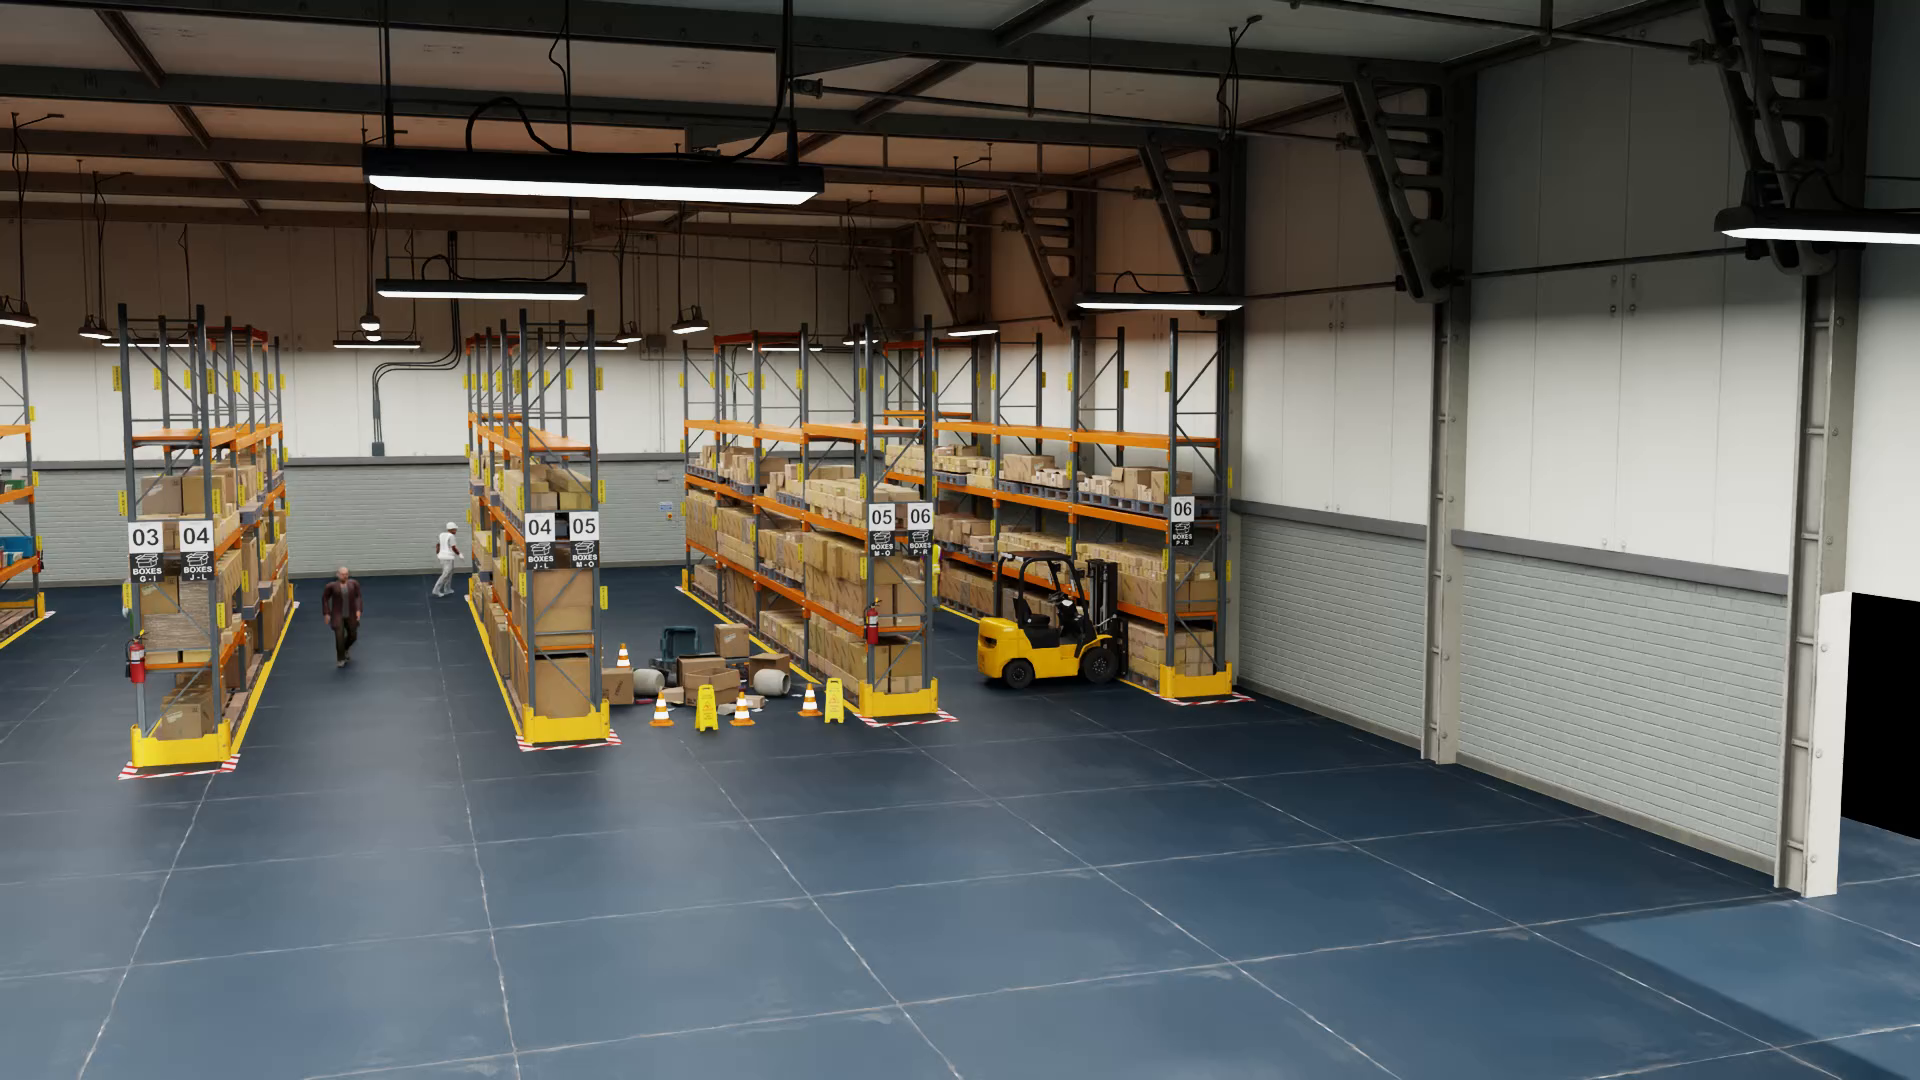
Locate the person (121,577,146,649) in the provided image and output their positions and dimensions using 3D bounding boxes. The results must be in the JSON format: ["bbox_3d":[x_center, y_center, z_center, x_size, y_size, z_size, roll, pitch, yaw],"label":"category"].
[{"bbox_3d":[-14.990,1.248,30.420,0.622,1.764,0.703,-3,6,-31],"label":"person"}]

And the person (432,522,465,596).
[{"bbox_3d":[-12.114,0.454,38.948,0.716,1.716,0.838,4,7,39],"label":"person"}]

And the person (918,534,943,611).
[{"bbox_3d":[-0.615,0.677,34.417,0.623,1.695,0.618,-4,7,-38],"label":"person"}]

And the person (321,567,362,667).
[{"bbox_3d":[-10.983,1.338,29.532,0.665,1.759,0.769,-4,7,-35],"label":"person"}]
